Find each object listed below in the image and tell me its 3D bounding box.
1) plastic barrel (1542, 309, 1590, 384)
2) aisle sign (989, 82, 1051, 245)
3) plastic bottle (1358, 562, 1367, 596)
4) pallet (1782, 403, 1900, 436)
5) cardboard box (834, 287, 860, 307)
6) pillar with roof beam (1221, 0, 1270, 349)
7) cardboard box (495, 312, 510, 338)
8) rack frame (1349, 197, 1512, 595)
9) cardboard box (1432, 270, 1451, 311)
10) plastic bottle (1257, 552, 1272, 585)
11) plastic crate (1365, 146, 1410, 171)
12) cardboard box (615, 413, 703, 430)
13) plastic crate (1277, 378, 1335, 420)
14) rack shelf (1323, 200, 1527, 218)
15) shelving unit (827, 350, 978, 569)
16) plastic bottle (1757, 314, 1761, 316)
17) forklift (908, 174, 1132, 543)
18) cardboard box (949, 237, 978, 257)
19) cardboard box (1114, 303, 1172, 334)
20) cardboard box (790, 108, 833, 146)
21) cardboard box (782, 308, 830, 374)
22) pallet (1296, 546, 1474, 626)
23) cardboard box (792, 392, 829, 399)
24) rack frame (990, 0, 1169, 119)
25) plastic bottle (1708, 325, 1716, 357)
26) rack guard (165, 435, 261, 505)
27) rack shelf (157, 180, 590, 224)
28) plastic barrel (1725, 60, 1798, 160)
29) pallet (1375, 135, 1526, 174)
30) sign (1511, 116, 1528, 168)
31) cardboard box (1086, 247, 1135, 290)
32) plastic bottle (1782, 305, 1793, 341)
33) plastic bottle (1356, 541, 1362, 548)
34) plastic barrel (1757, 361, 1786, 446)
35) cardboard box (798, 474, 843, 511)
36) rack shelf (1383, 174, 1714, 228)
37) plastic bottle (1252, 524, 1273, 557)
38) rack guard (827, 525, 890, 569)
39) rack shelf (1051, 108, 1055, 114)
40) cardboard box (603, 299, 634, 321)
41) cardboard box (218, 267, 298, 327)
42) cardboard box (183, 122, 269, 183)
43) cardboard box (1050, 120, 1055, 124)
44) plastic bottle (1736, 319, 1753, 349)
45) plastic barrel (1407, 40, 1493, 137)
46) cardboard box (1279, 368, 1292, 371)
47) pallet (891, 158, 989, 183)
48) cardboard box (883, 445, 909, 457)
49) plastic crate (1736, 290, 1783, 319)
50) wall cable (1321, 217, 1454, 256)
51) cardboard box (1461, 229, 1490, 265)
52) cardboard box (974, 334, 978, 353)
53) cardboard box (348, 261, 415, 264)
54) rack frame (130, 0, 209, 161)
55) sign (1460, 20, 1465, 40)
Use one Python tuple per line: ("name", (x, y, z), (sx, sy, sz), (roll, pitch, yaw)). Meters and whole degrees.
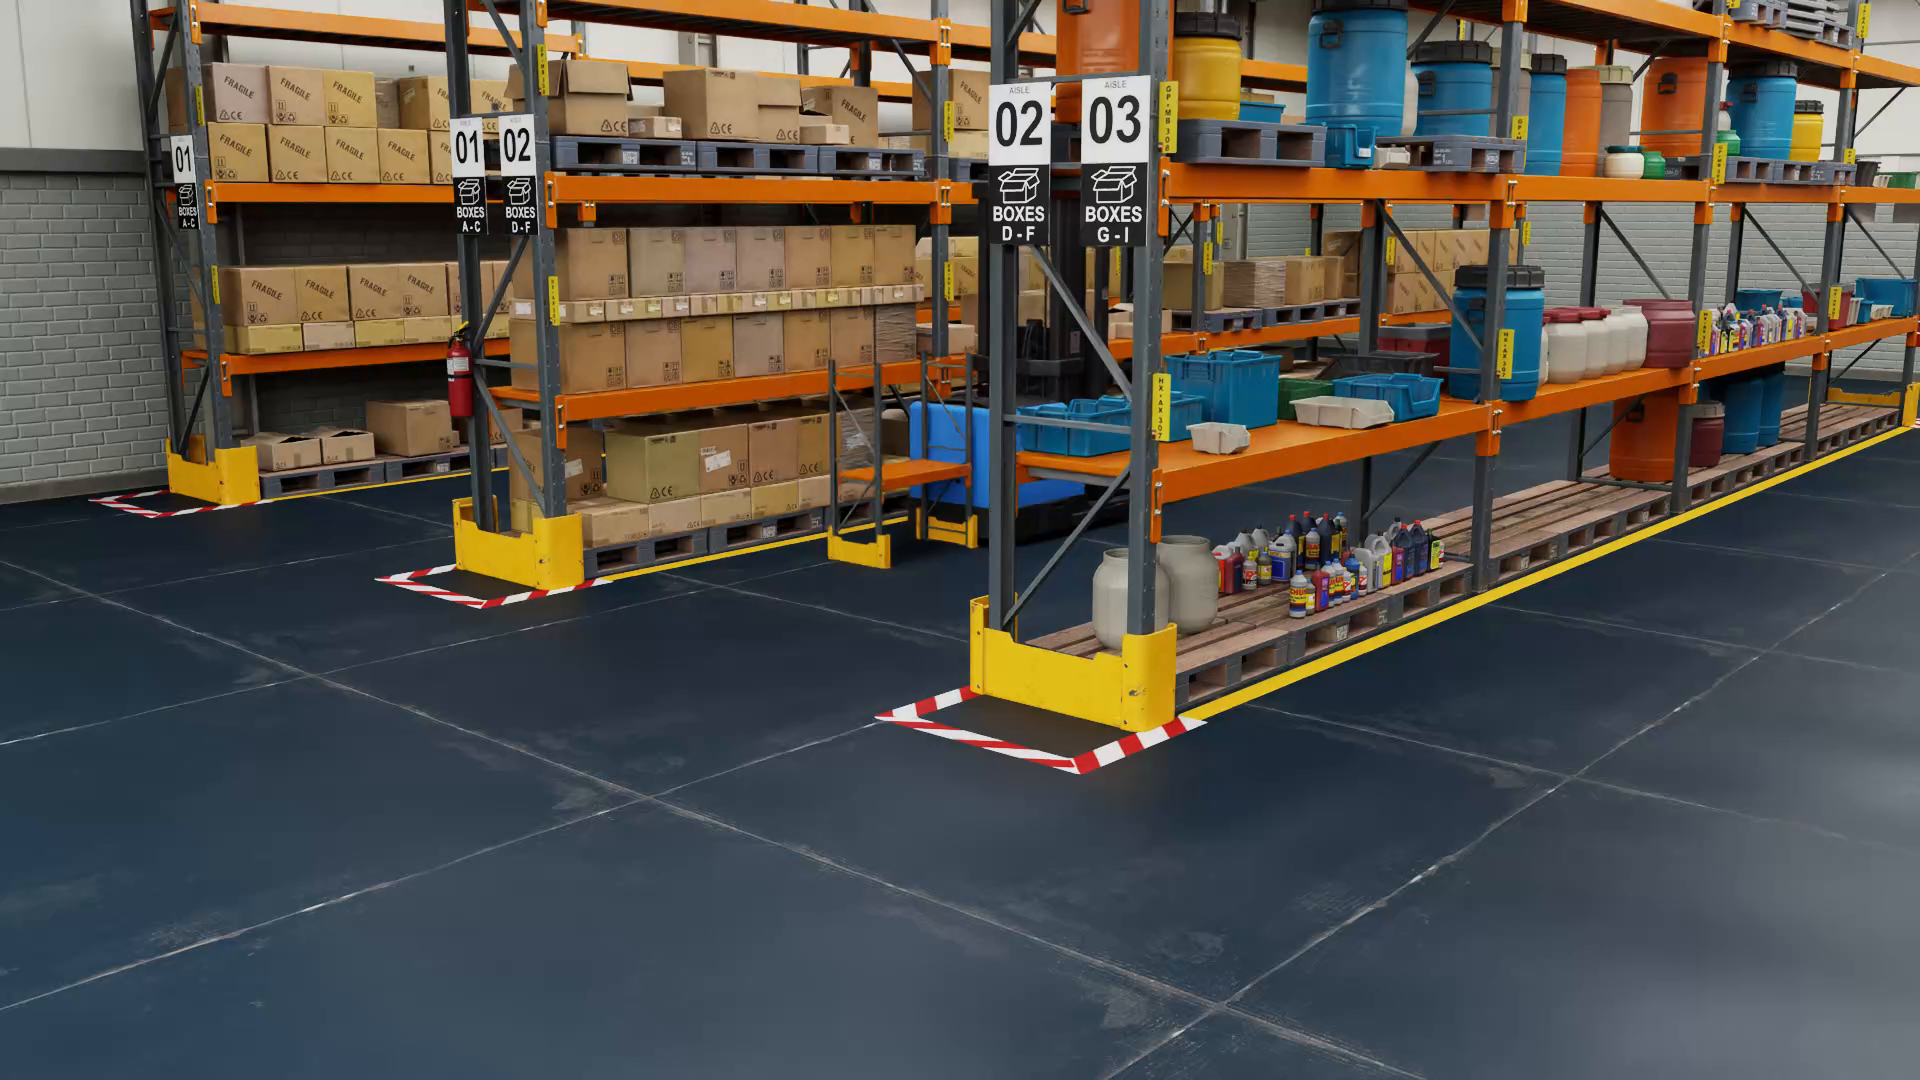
("plastic barrel", (4.488, -1.457, 12.500), (0.433, 0.535, 0.433), (0, 11, 0))
("aisle sign", (0.296, -1.884, 8.348), (0.394, 0.787, 0.004), (10, 15, 40))
("plastic bottle", (2.491, 0.239, 10.379), (0.097, 0.201, 0.097), (0, 11, 0))
("pallet", (10.555, -1.452, 19.940), (1.003, 0.211, 1.213), (10, 15, 40))
("cardboard box", (-1.038, -1.996, 13.637), (0.380, 0.149, 0.250), (10, 15, 40))
("pillar with roof beam", (8.053, -7.111, 25.837), (9.100, 9.000, 0.548), (10, 15, 40))
("cardboard box", (-4.655, -2.206, 16.929), (0.500, 0.250, 0.500), (10, 15, 41))
("rack frame", (3.207, -1.170, 11.410), (1.000, 3.000, 0.127), (10, 15, 40))
("cardboard box", (5.978, -3.226, 21.448), (0.500, 0.500, 0.500), (10, 15, 40))
("plastic bottle", (1.954, 0.179, 10.680), (0.097, 0.201, 0.097), (0, 11, 0))
("plastic crate", (2.451, -2.223, 9.698), (0.243, 0.136, 0.396), (10, 15, 40))
("cardboard box", (-2.372, -0.714, 13.161), (0.500, 0.500, 0.500), (10, 15, 40))
("plastic crate", (2.099, -0.903, 10.613), (0.450, 0.188, 0.662), (10, 15, 40))
("rack shelf", (6.090, -4.400, 21.762), (1.077, 0.370, 4.000), (10, 15, 40))
("shelving unit", (-0.428, -0.637, 12.572), (0.587, 1.500, 1.083), (9, 15, 40))
("plastic bottle", (7.791, -2.069, 16.242), (0.097, 0.271, 0.097), (0, 11, 0))
("forklift", (0.918, -1.644, 13.957), (1.130, 2.935, 3.031), (9, 15, 40))
("cardboard box", (-0.087, -3.874, 21.970), (0.500, 0.250, 0.500), (9, 15, 39))
("cardboard box", (1.856, -2.308, 17.335), (0.500, 0.311, 0.500), (11, 16, 44))
("cardboard box", (-1.398, -3.393, 13.681), (0.500, 0.311, 0.500), (9, 14, 37))
("cardboard box", (-1.477, -1.642, 13.519), (0.700, 0.500, 0.500), (10, 15, 41))
("pallet", (2.733, 0.291, 11.215), (1.003, 0.211, 1.213), (10, 15, 40))
("cardboard box", (-2.030, -1.917, 20.407), (0.700, 0.500, 0.500), (10, 15, 41))
("rack frame", (0.567, -3.523, 7.876), (1.000, 3.000, 0.127), (10, 15, 40))
("plastic bottle", (6.627, -1.765, 14.690), (0.061, 0.283, 0.133), (10, 15, 40))
("rack guard", (-6.825, -0.648, 15.177), (1.175, 0.500, 0.348), (10, 15, 40))
("rack shelf", (-5.555, -3.275, 16.126), (1.077, 0.370, 4.000), (10, 15, 40))
("plastic barrel", (7.476, -3.999, 15.563), (0.600, 0.901, 0.708), (10, 15, 40))
("pallet", (2.804, -2.429, 10.540), (1.213, 0.211, 1.003), (10, 15, 40))
("sign", (3.613, -2.572, 10.751), (0.100, 0.325, 0.005), (10, 15, 40))
("cardboard box", (2.376, -4.068, 25.152), (0.980, 0.700, 0.700), (9, 14, 38))
("plastic bottle", (8.127, -2.145, 16.419), (0.144, 0.351, 0.185), (10, 15, 40))
("plastic bottle", (2.565, 0.145, 10.640), (0.061, 0.283, 0.133), (10, 15, 40))
("plastic barrel", (8.116, -1.446, 17.078), (0.600, 0.901, 0.708), (10, 15, 40))
("cardboard box", (-1.309, -0.424, 13.624), (0.500, 0.250, 0.500), (10, 15, 40))
("rack shelf", (4.528, -2.582, 12.660), (1.077, 0.370, 4.000), (10, 15, 40))
("plastic bottle", (1.958, 0.069, 10.848), (0.144, 0.351, 0.185), (10, 15, 40))
("rack guard", (-0.751, 0.050, 12.323), (0.587, 0.250, 0.087), (9, 15, 40))
("rack shelf", (2.367, -6.315, 24.711), (1.077, 0.370, 4.000), (10, 15, 40))
("cardboard box", (-2.558, -1.659, 11.945), (0.380, 0.149, 0.250), (9, 15, 39))
("cardboard box", (-6.334, -2.198, 14.973), (0.500, 0.500, 0.500), (10, 15, 40))
("cardboard box", (-6.466, -3.409, 14.655), (0.500, 0.500, 0.500), (10, 15, 42))
("cardboard box", (1.332, -5.781, 23.978), (0.500, 0.500, 0.500), (10, 15, 40))
("plastic bottle", (7.292, -1.923, 15.500), (0.152, 0.276, 0.135), (10, 15, 40))
("plastic barrel", (3.380, -2.990, 11.582), (0.600, 0.901, 0.708), (10, 15, 40))
("cardboard box", (3.588, -1.786, 19.752), (0.500, 0.500, 0.500), (10, 15, 41))
("pallet", (0.061, -3.319, 15.002), (0.805, 0.209, 1.217), (9, 14, 38))
("cardboard box", (-0.455, -0.767, 15.340), (0.500, 0.250, 0.500), (10, 15, 40))
("plastic crate", (8.540, -2.481, 17.863), (0.392, 0.384, 0.575), (10, 15, 40))
("wall cable", (7.689, -6.421, 30.314), (3.097, 2.526, 0.112), (10, 15, 40))
("cardboard box", (6.990, -3.940, 22.472), (0.500, 0.500, 0.500), (10, 15, 42))
("cardboard box", (0.227, -1.792, 15.164), (0.380, 0.149, 0.250), (10, 15, 40))
("cardboard box", (-5.713, -2.487, 16.420), (0.500, 0.500, 0.500), (10, 15, 41))
("rack frame", (-6.875, -4.804, 14.289), (1.000, 3.000, 0.127), (10, 15, 40))
("sign", (7.003, -7.085, 23.123), (0.100, 0.325, 0.005), (10, 15, 40))
